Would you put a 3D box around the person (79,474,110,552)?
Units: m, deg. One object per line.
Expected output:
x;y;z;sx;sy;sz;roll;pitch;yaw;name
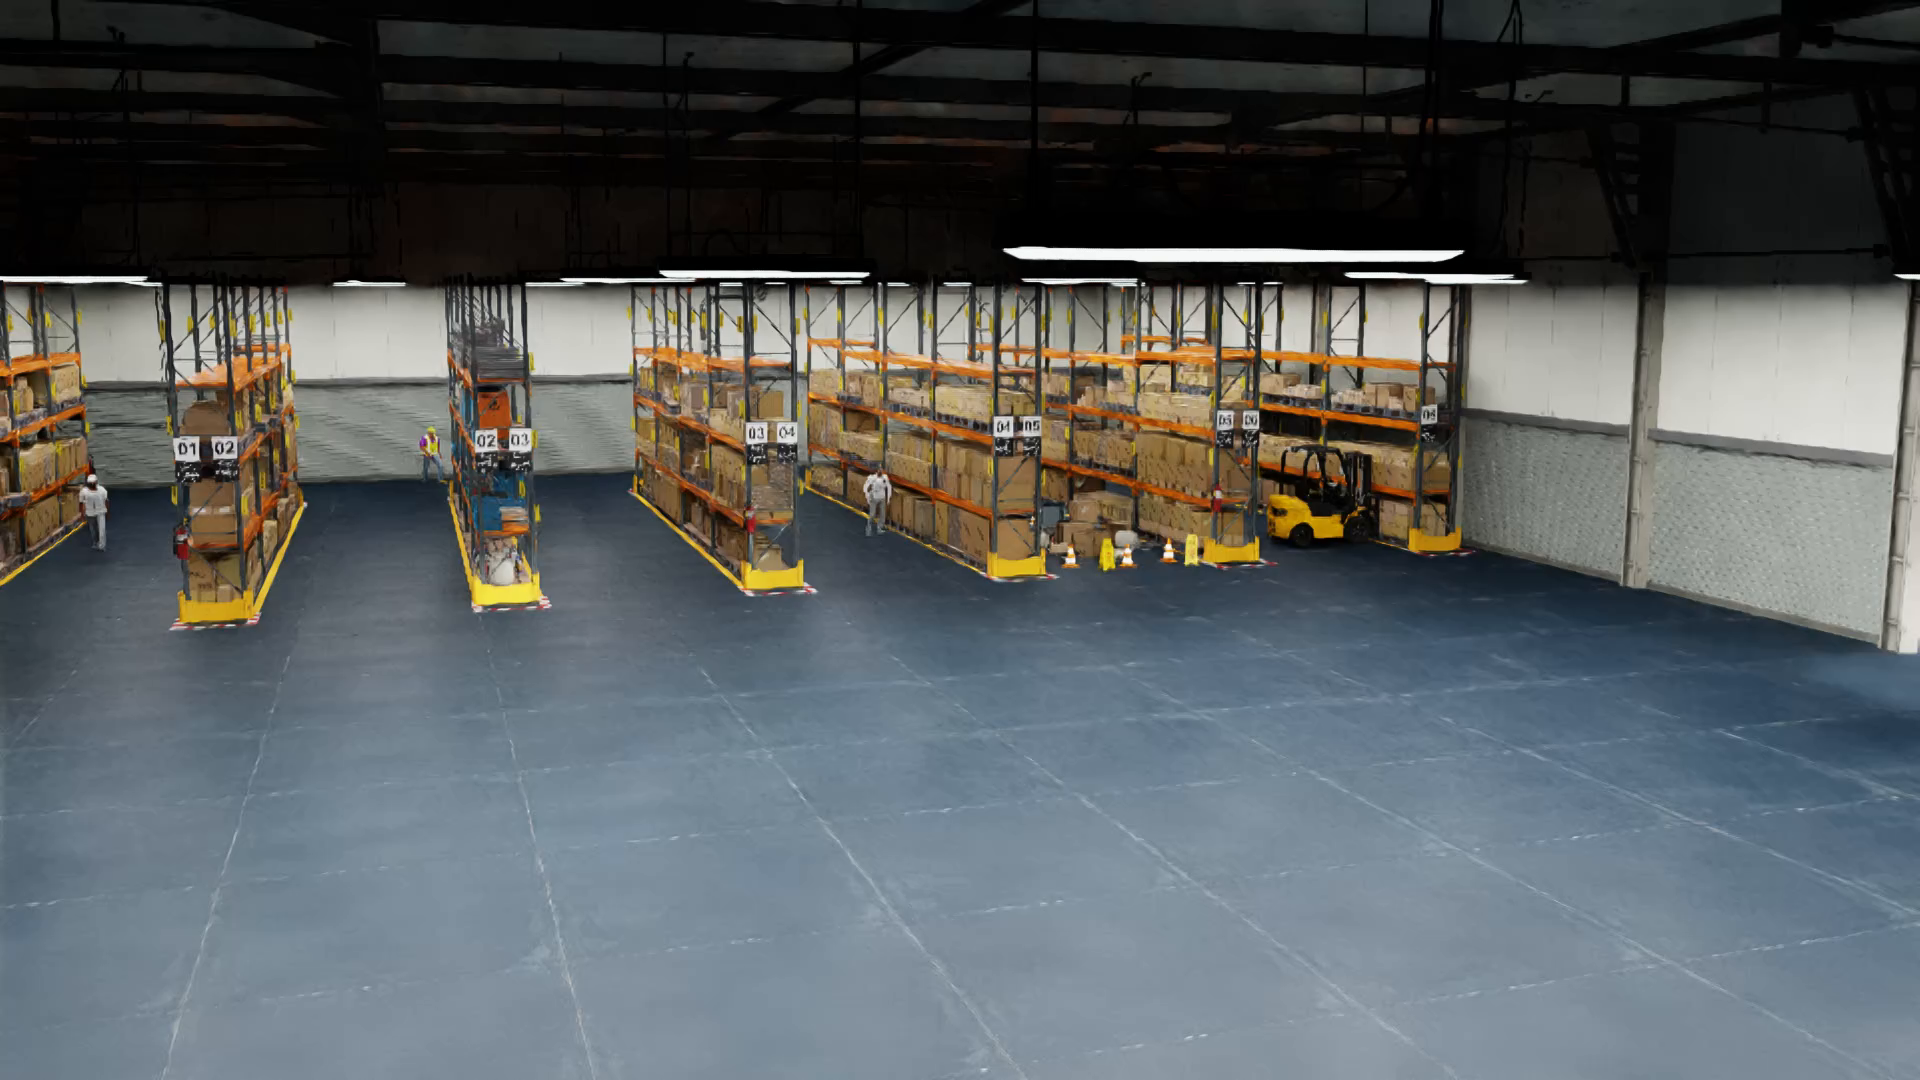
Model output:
-18.943;-0.607;36.390;0.581;1.683;1.113;-3;9;-21;person

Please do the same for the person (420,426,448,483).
-15.569;-2.507;48.946;0.706;1.707;0.765;-7;11;-40;person

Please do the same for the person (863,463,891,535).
-1.840;-0.931;37.019;0.639;1.627;0.512;-3;9;-20;person
